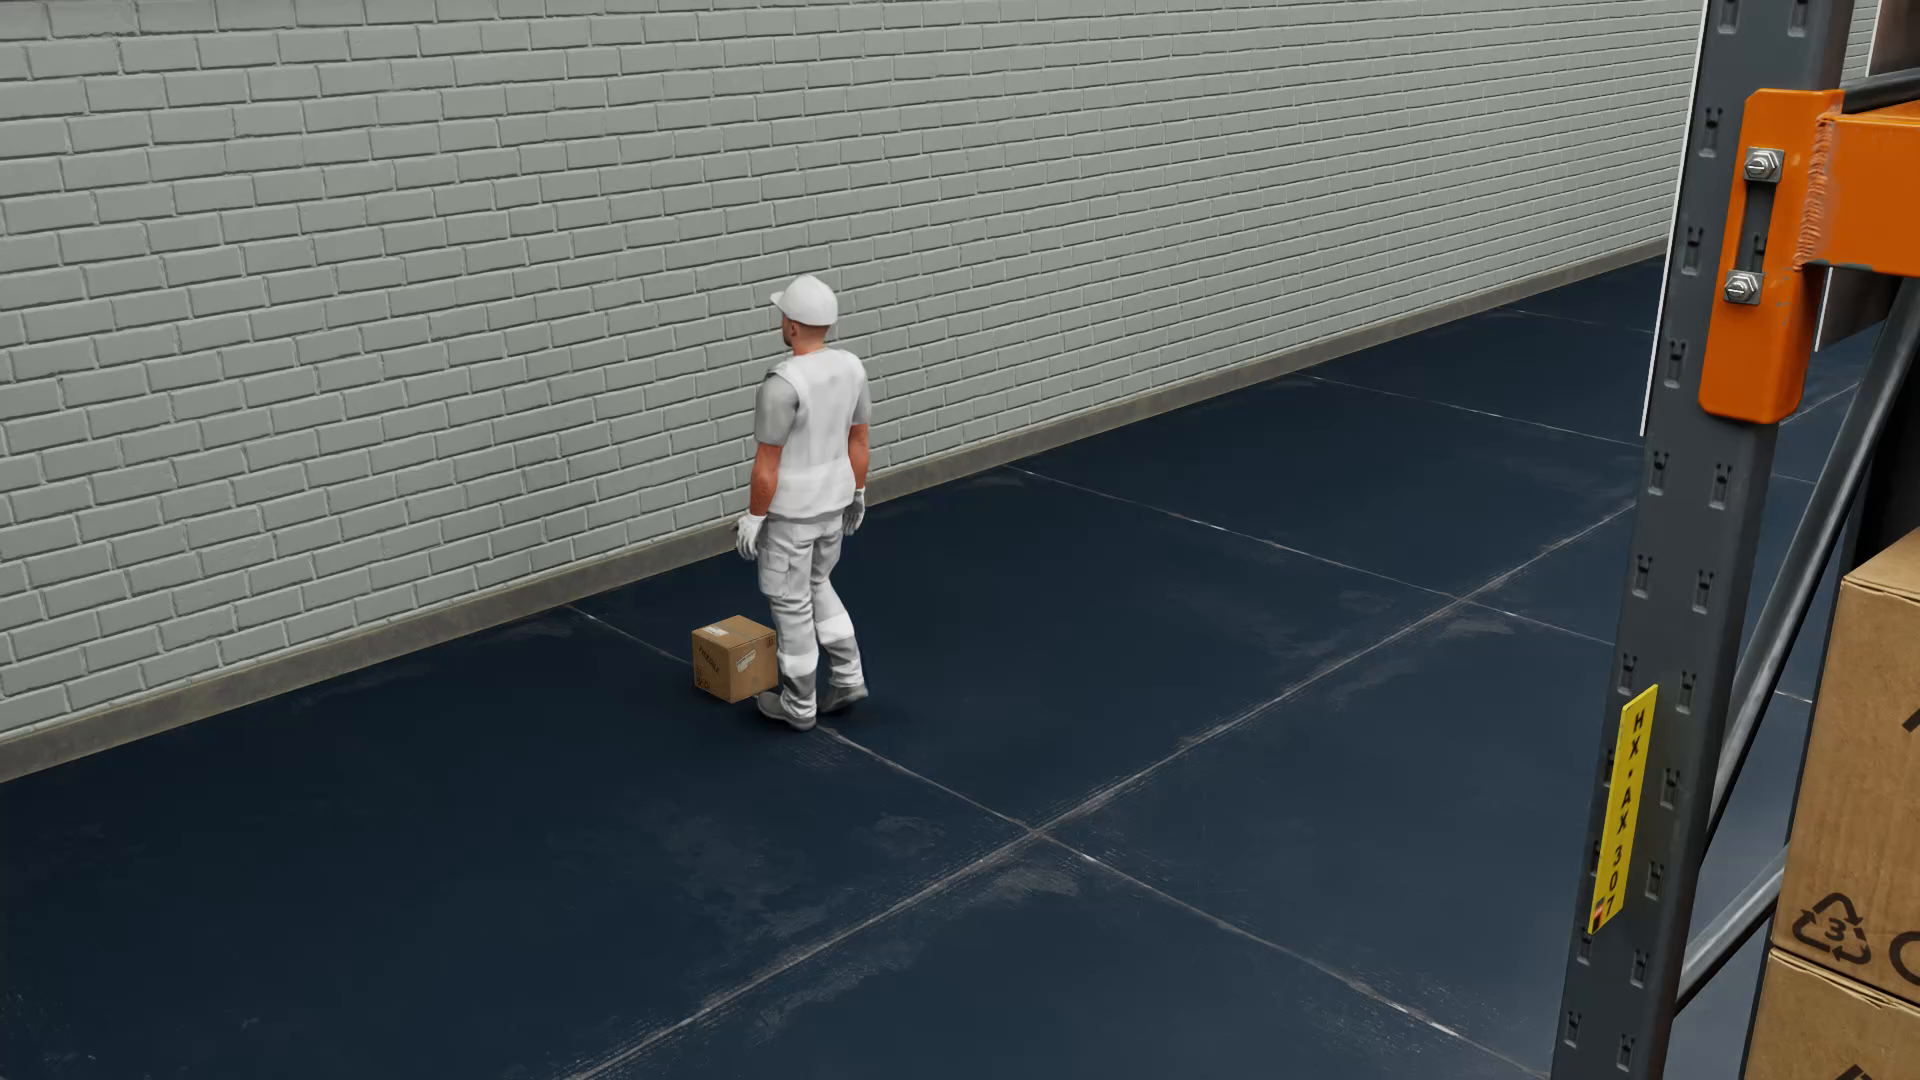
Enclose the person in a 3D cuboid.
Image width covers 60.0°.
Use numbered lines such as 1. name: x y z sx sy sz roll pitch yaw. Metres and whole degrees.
1. person: -0.621 -0.103 6.354 0.426 1.839 0.564 16 26 37
